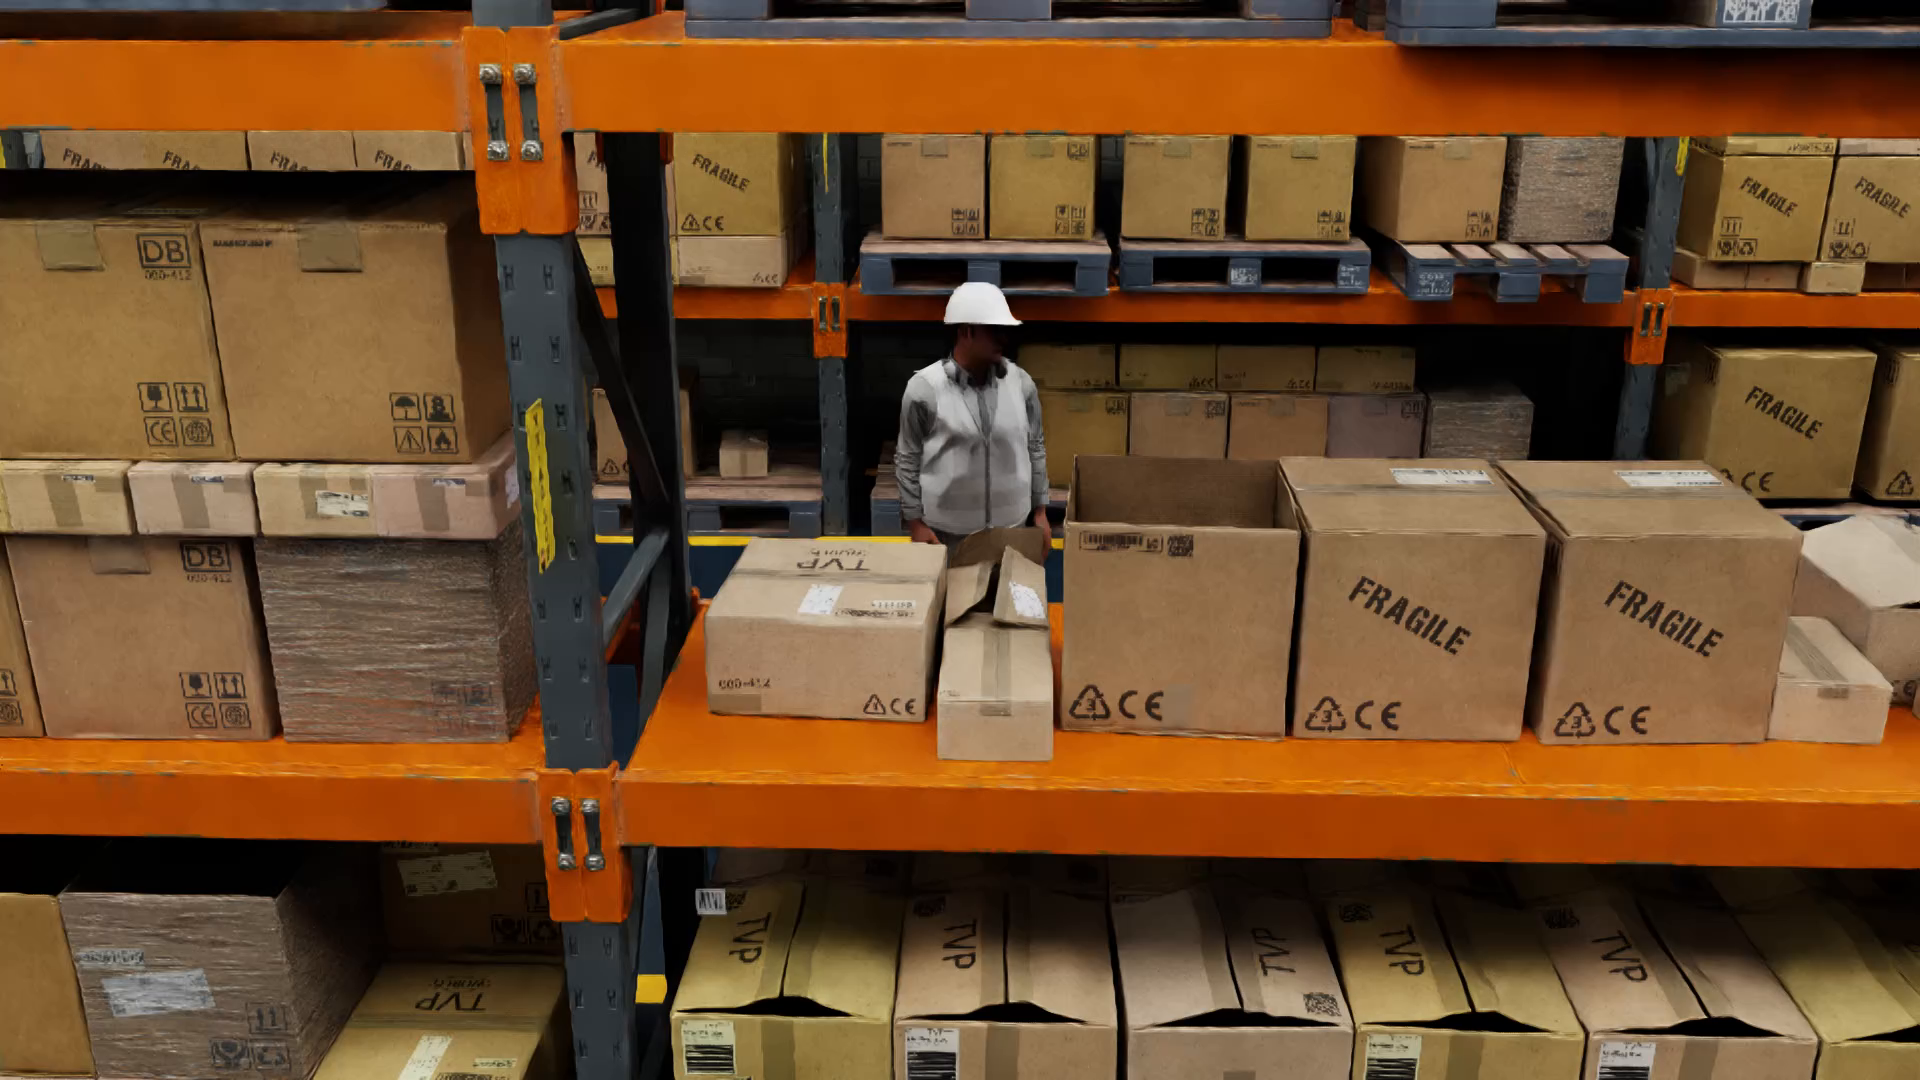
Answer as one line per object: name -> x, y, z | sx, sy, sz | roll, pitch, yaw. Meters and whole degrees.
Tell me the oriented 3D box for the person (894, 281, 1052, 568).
person -> 0.055, -0.052, 6.178 | 0.580, 1.816, 0.413 | -7, 22, -17
